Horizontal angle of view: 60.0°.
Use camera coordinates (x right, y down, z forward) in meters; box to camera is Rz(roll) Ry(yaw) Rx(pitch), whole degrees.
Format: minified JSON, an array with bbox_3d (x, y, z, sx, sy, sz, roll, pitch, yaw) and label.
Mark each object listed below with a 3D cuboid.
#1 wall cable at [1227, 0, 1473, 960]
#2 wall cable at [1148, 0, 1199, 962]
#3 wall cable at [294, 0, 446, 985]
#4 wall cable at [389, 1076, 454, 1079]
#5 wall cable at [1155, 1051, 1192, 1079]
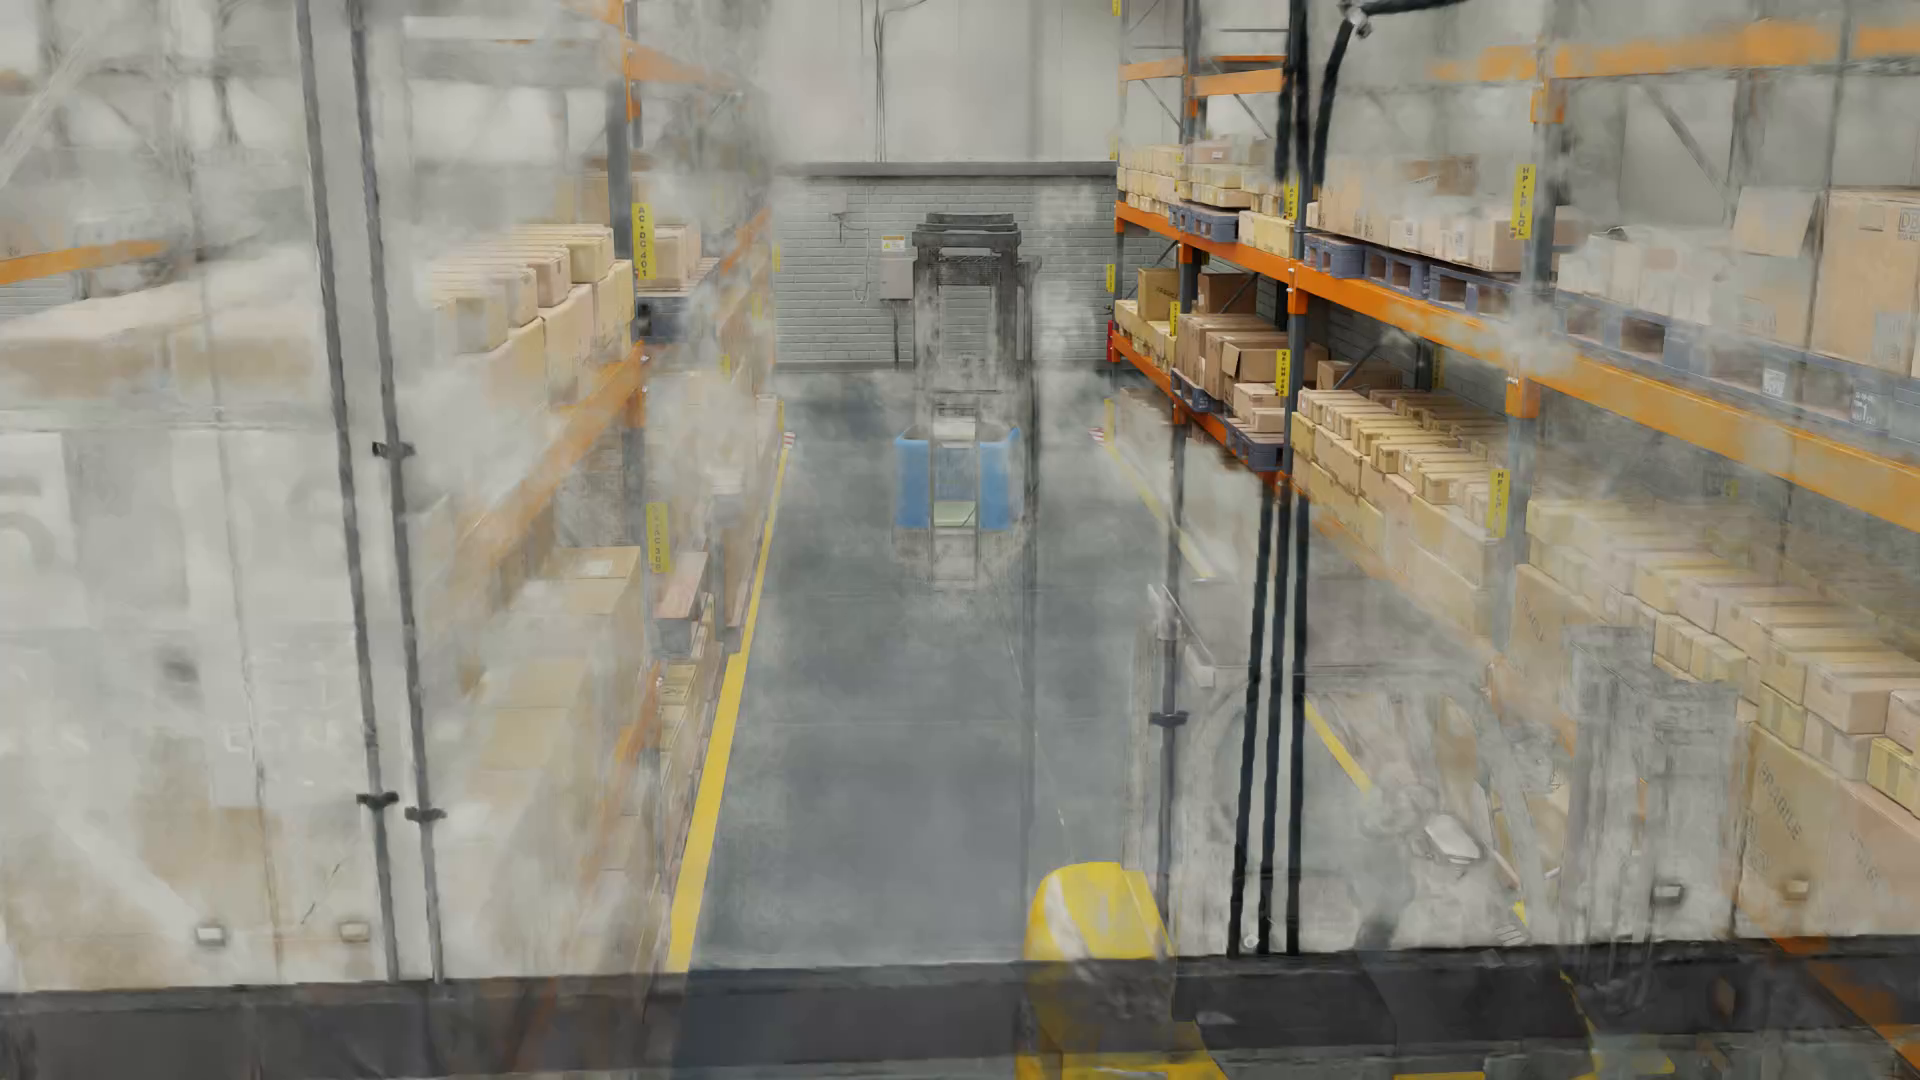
[{"bbox_3d":[0.244,-6.943,24.098,2.988,3.039,0.133,-1,14,-3],"label":"wall cable"},{"bbox_3d":[-2.538,-6.891,23.972,2.355,3.000,0.029,-1,14,-3],"label":"wall cable"},{"bbox_3d":[-3.289,-6.880,23.930,0.463,3.000,0.029,-1,14,-3],"label":"wall cable"},{"bbox_3d":[-3.028,-4.473,24.514,0.585,1.953,0.123,-1,14,-3],"label":"wall cable"},{"bbox_3d":[-1.614,-4.483,24.615,0.588,1.984,0.122,-1,14,-3],"label":"wall cable"}]
